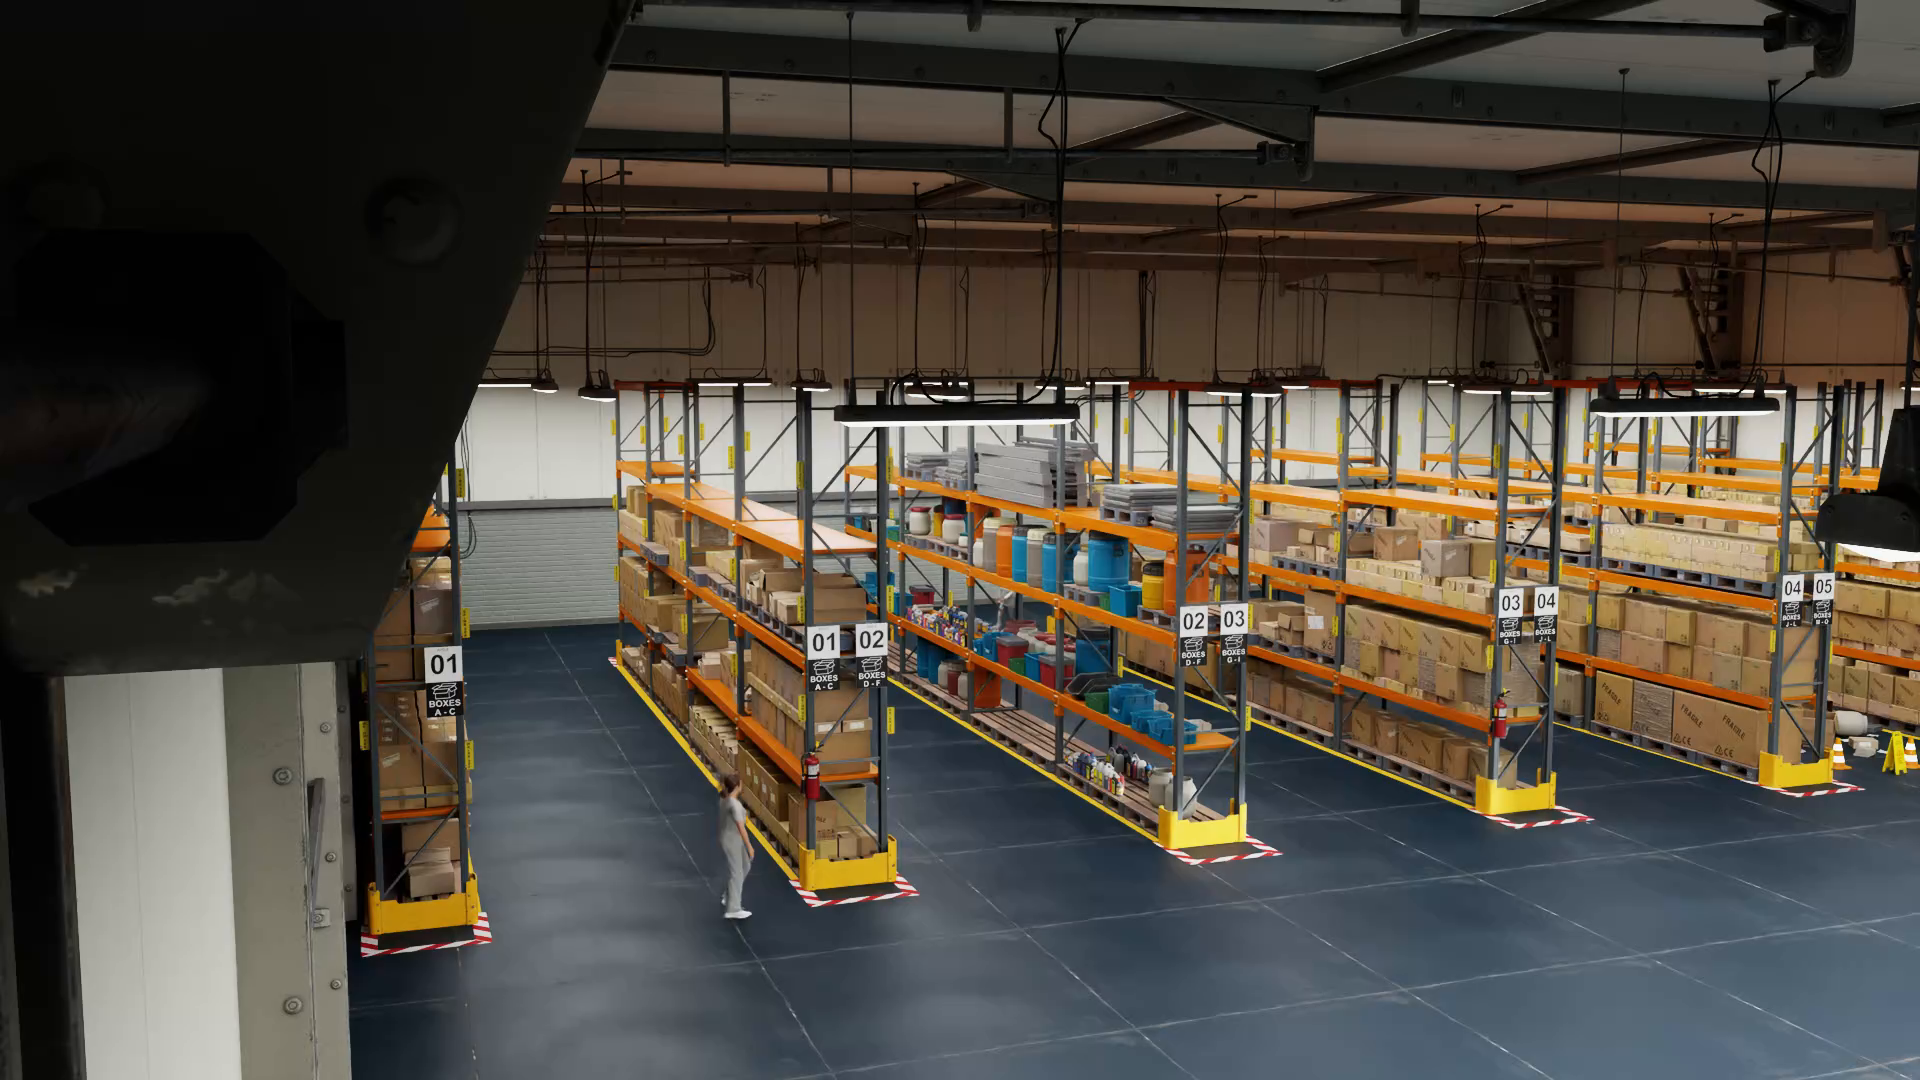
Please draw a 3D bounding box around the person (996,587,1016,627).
[{"bbox_3d":[1.014,1.477,38.503,0.886,1.552,0.508,-5,8,-41],"label":"person"}]

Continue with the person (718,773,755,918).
[{"bbox_3d":[-2.565,3.498,19.063,0.385,1.676,0.515,-2,6,-16],"label":"person"}]

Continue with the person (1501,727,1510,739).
[{"bbox_3d":[9.162,2.483,27.955,0.543,1.776,0.669,2,6,15],"label":"person"}]
